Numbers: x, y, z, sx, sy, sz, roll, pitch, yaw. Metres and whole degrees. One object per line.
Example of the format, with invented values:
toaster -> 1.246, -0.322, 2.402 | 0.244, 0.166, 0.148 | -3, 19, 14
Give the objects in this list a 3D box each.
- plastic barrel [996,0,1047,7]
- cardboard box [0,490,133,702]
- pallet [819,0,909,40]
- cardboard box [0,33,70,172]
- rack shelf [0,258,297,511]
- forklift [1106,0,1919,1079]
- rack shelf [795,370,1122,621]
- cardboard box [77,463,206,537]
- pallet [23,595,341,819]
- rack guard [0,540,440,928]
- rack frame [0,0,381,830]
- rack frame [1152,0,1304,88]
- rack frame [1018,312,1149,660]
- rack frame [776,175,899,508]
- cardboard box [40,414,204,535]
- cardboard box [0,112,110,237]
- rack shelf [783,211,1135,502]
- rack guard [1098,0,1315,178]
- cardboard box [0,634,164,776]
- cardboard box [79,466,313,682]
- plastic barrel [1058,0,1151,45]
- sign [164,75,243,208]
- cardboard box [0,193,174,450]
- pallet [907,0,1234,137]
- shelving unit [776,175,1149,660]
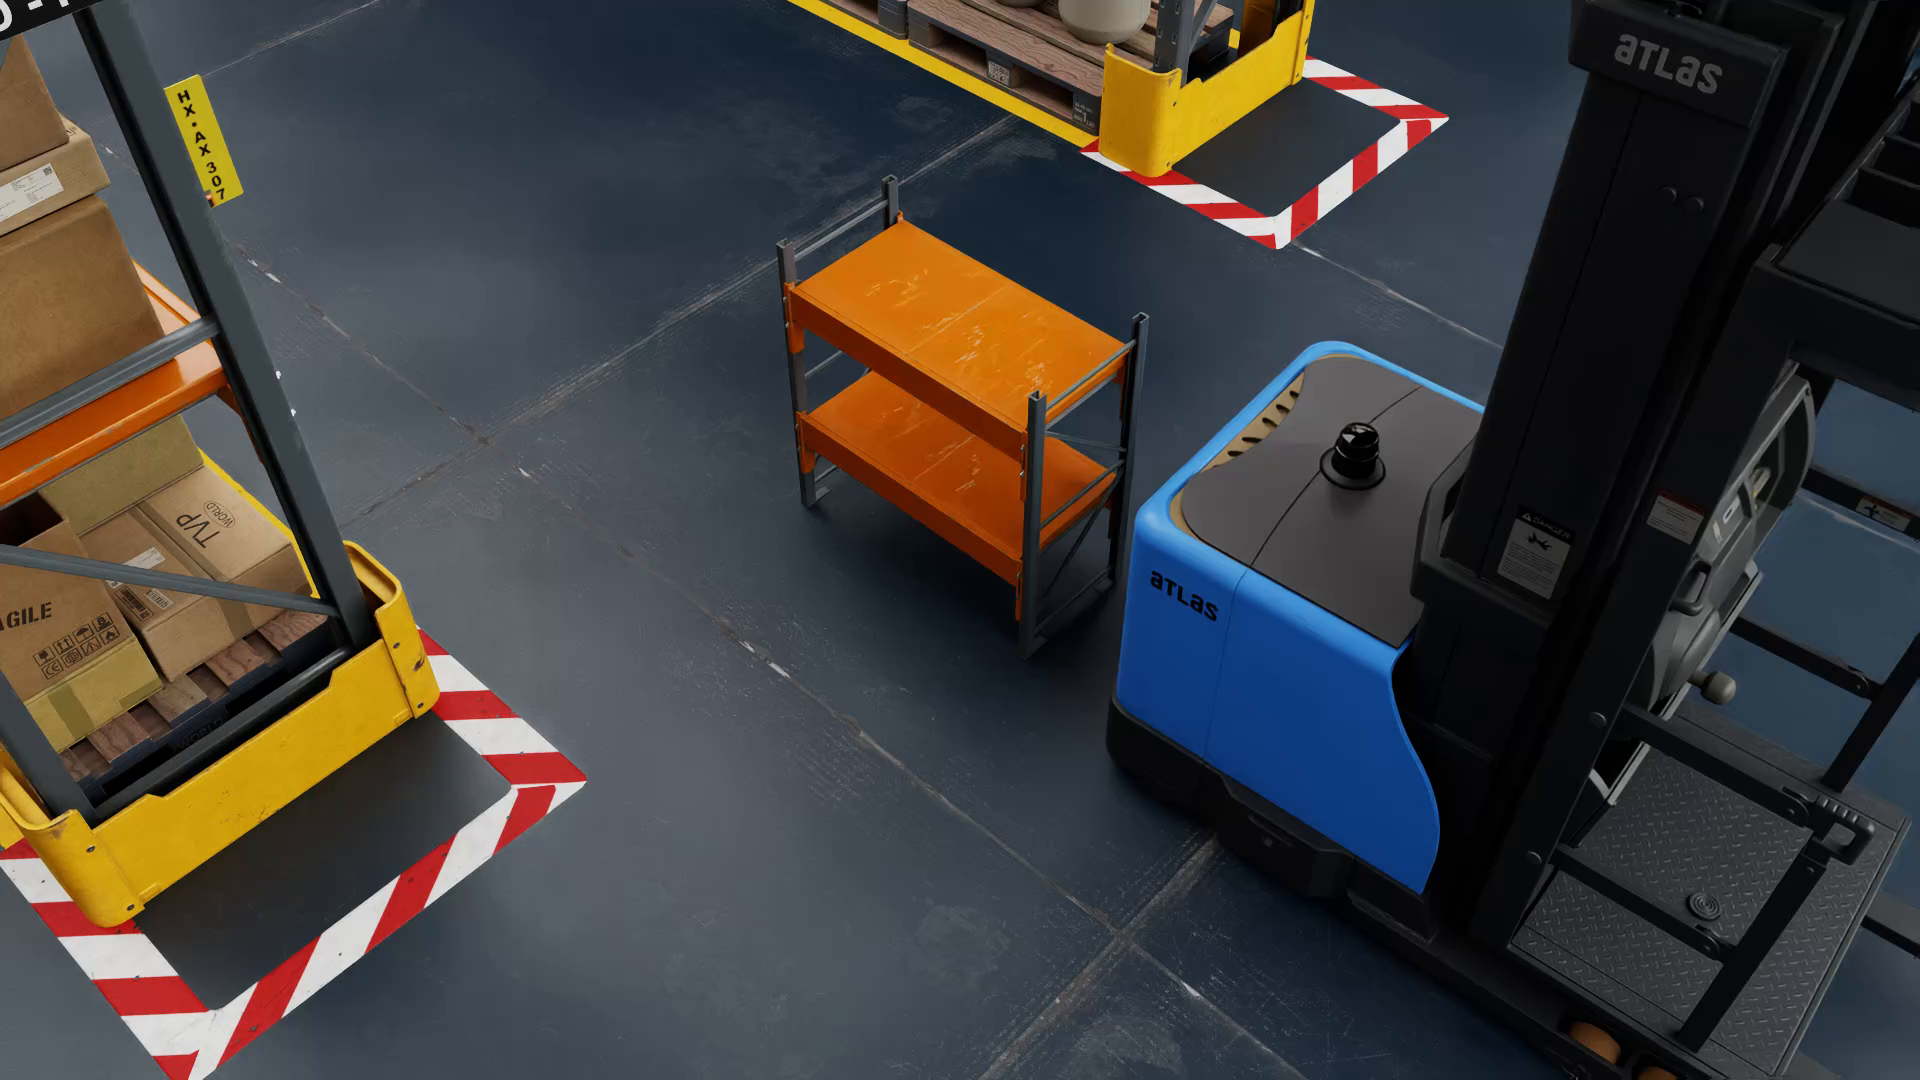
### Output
plastic barrel -> 0.292, -2.793, 7.733 | 0.421, 0.512, 0.421 | 0, 47, 0
cardboard box -> -2.763, 0.119, 4.665 | 0.500, 0.500, 0.500 | 34, 55, 28
pallet -> -0.378, -3.034, 8.454 | 1.213, 0.211, 1.003 | 34, 55, 28
cardboard box -> -2.540, -1.058, 3.728 | 0.500, 0.500, 0.700 | 34, 55, 28
rack shelf -> -3.636, -1.059, 5.180 | 4.000, 0.370, 1.077 | 34, 55, 28
forklift -> 1.903, 0.080, 3.665 | 3.031, 2.935, 1.130 | 31, 54, 26
rack shelf -> -0.005, -0.221, 5.521 | 1.000, 0.278, 0.538 | 34, 55, 28
cardboard box -> -2.780, -0.149, 5.430 | 0.500, 0.250, 0.500 | 34, 55, 28
pallet -> -2.757, 0.282, 5.340 | 1.213, 0.211, 1.003 | 34, 55, 28
rack guard -> -2.149, 0.551, 4.890 | 0.348, 0.500, 1.175 | 34, 55, 28
rack frame -> -2.167, -0.316, 3.989 | 0.127, 3.000, 1.000 | 34, 55, 28
rack frame -> 1.196, -2.968, 6.479 | 0.127, 3.000, 1.000 | 34, 55, 28
rack frame -> 0.369, -0.137, 5.107 | 0.032, 1.125, 0.500 | 34, 55, 28
rack frame -> -0.379, -0.640, 5.579 | 0.032, 1.125, 0.500 | 34, 55, 28
cardboard box -> -2.779, -0.406, 5.157 | 0.500, 0.500, 0.500 | 34, 55, 28
cardboard box -> -2.309, -0.882, 4.007 | 0.250, 0.149, 0.380 | 34, 55, 27
rack shelf -> -0.005, -0.589, 5.130 | 1.000, 0.278, 0.538 | 34, 55, 28
rack guard -> 1.108, -2.125, 7.402 | 0.348, 0.500, 1.175 | 34, 55, 28
cardboard box -> -2.761, 0.374, 4.939 | 0.500, 0.250, 0.500 | 34, 55, 28
cardboard box -> -2.410, 0.097, 5.200 | 0.500, 0.250, 0.500 | 34, 55, 28
plastic barrel -> 0.660, -2.545, 7.500 | 0.421, 0.512, 0.421 | 0, 47, 0
sign -> -1.786, -0.934, 3.921 | 0.005, 0.325, 0.100 | 34, 55, 28
cardboard box -> -2.501, -0.588, 4.176 | 0.500, 0.500, 0.700 | 34, 55, 28
pallet -> 0.514, -2.431, 7.887 | 1.213, 0.211, 1.003 | 34, 55, 28
shelving unit -> -0.005, -0.388, 5.343 | 1.048, 1.125, 0.538 | 34, 55, 28
